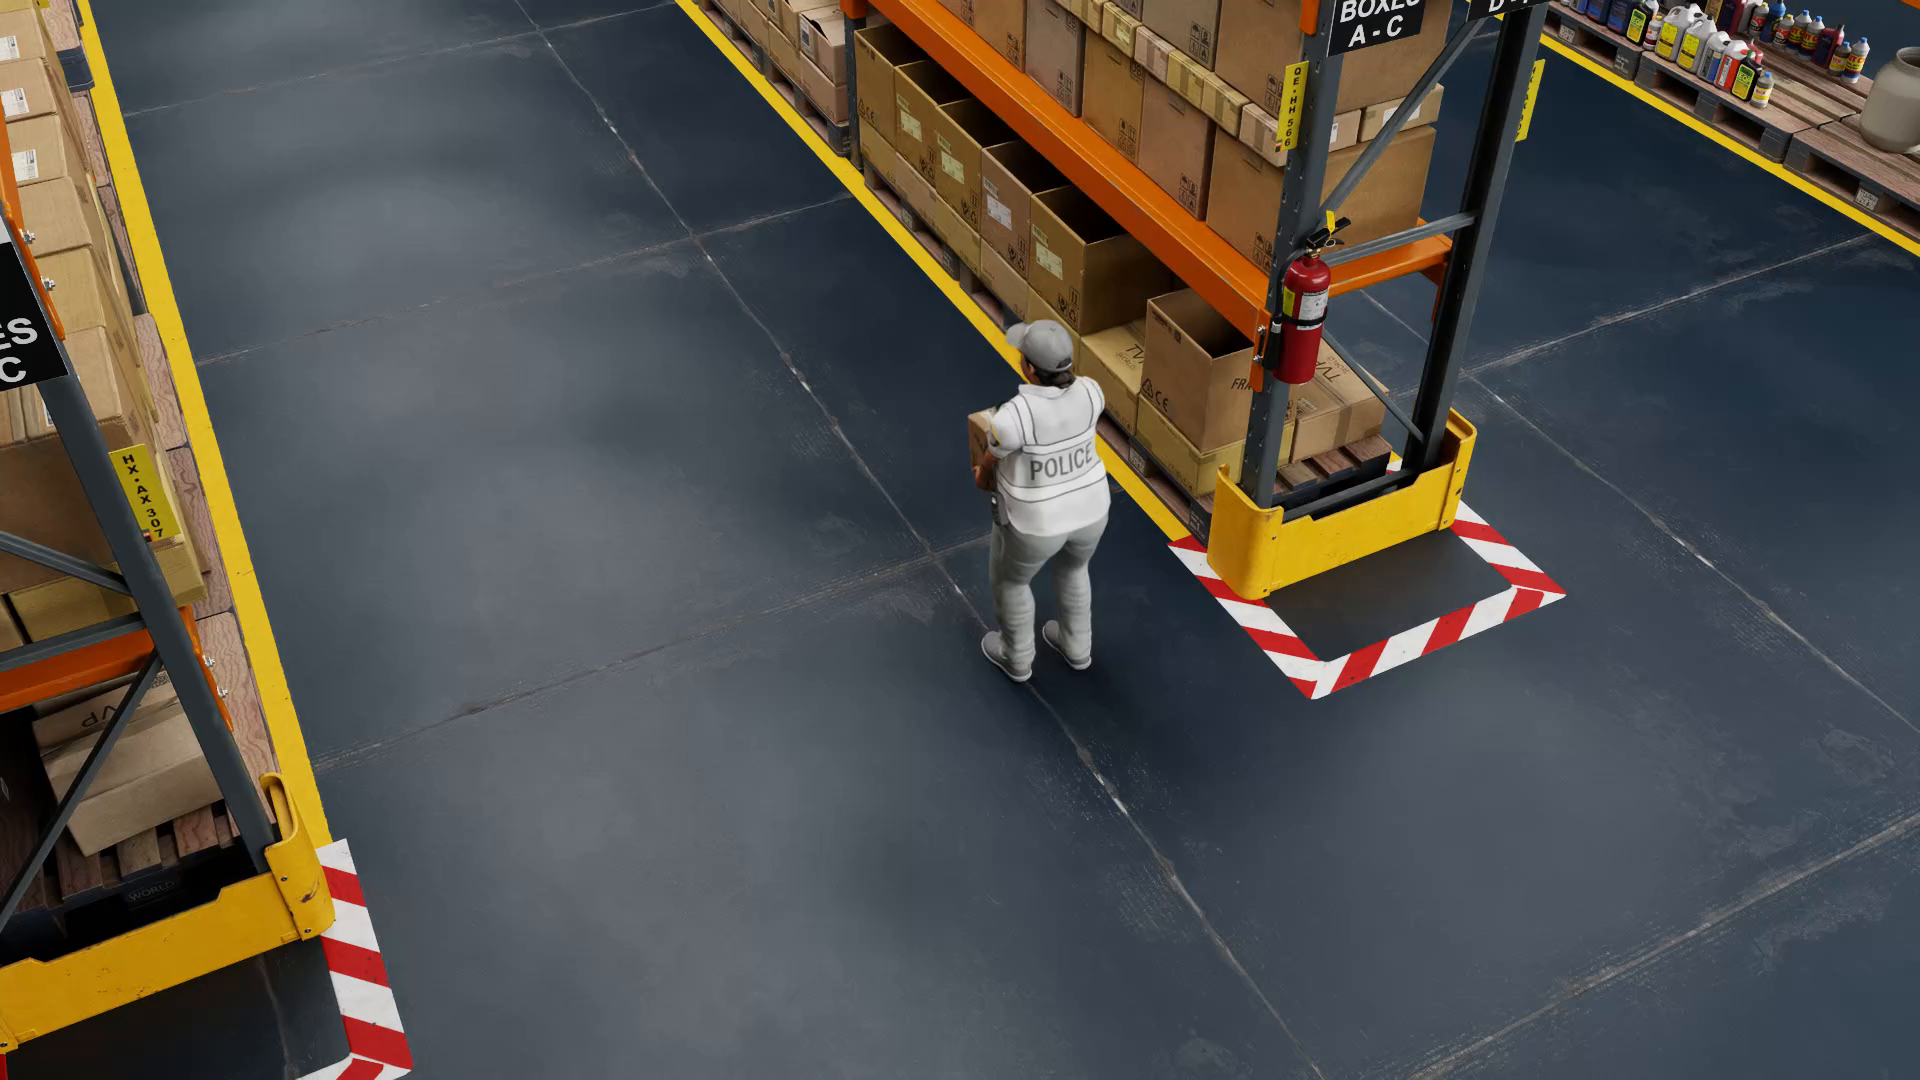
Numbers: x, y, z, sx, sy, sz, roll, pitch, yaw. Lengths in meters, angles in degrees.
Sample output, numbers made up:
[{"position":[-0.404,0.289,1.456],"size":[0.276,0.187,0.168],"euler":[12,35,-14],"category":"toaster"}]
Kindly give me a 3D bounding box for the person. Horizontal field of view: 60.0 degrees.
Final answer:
[{"position":[0.294,-0.146,6.332],"size":[0.452,1.661,0.552],"euler":[-20,45,-21],"category":"person"}]
